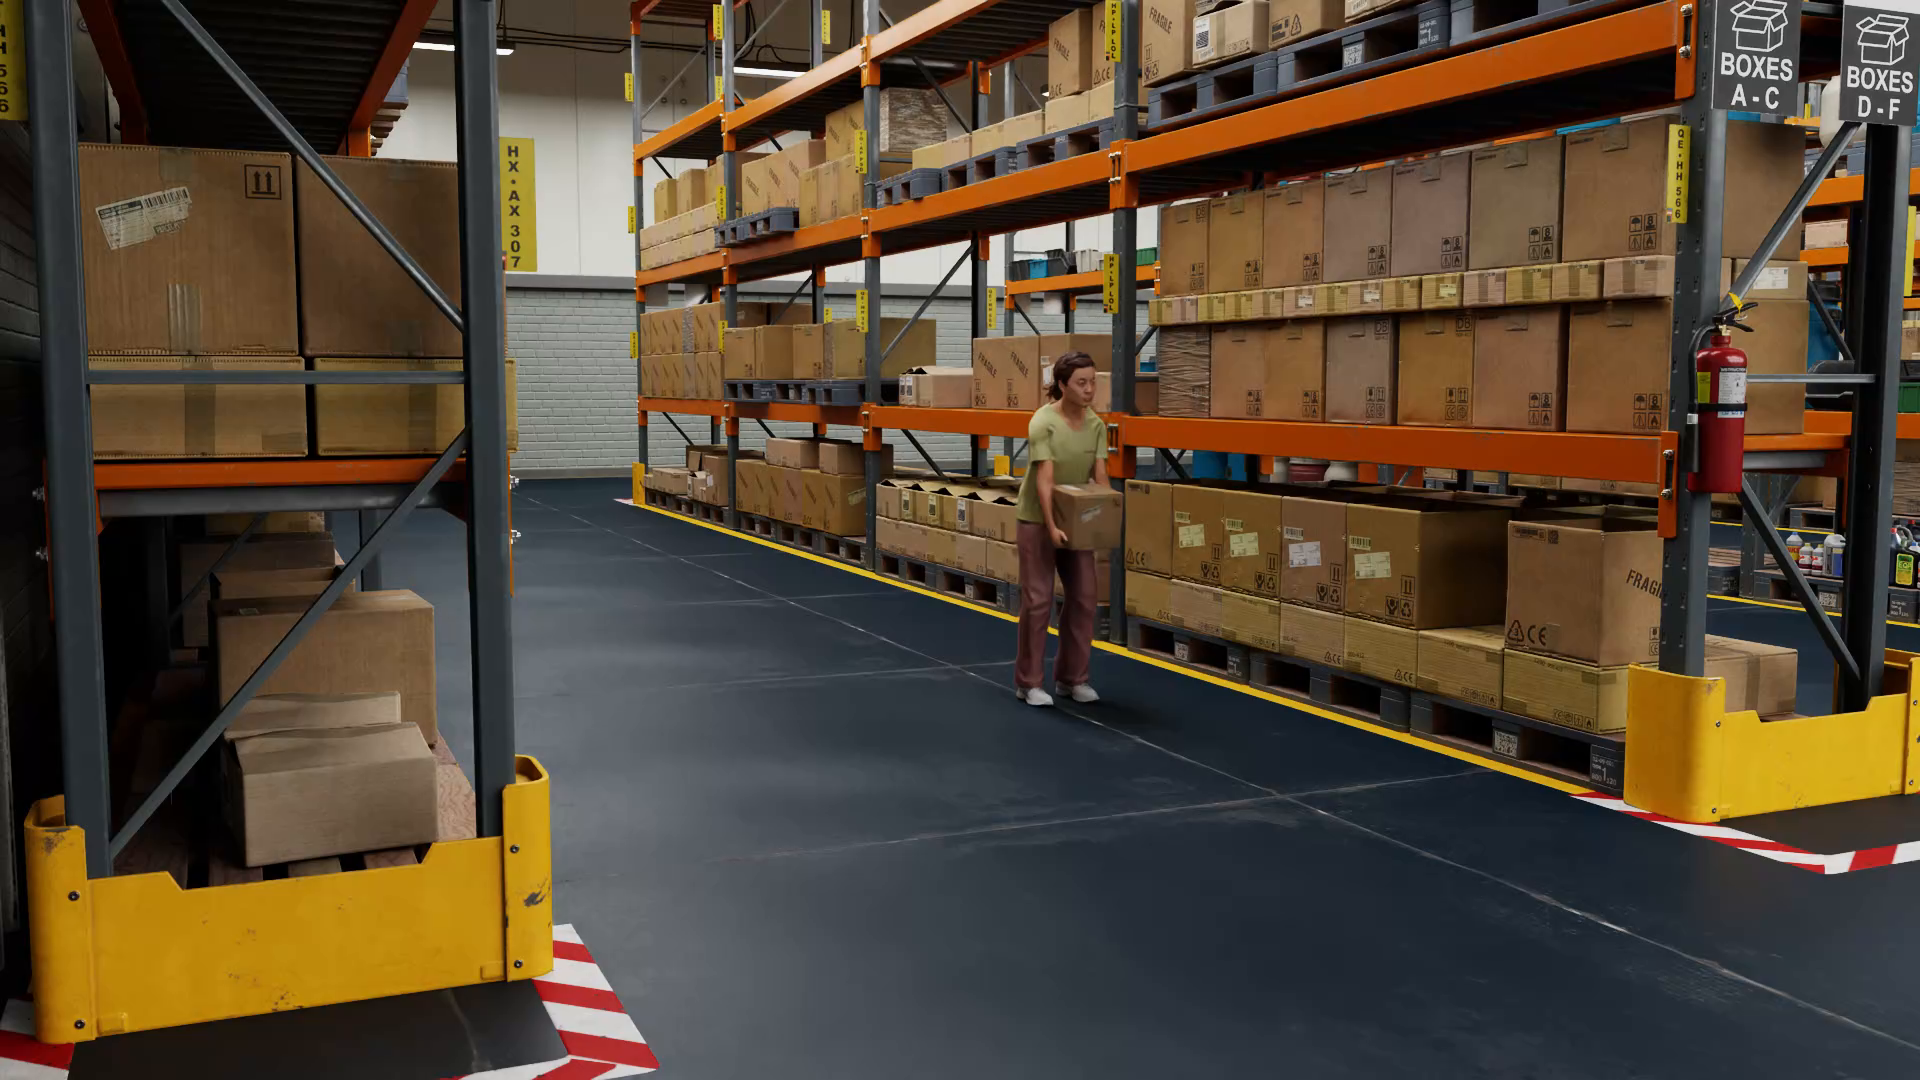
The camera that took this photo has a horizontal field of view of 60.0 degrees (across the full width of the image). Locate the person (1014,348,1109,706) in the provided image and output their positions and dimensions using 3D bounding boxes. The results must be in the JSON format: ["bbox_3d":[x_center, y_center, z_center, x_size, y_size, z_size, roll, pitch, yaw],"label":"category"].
[{"bbox_3d":[0.493,-0.057,7.696,0.407,1.656,0.521,-3,6,-25],"label":"person"}]
